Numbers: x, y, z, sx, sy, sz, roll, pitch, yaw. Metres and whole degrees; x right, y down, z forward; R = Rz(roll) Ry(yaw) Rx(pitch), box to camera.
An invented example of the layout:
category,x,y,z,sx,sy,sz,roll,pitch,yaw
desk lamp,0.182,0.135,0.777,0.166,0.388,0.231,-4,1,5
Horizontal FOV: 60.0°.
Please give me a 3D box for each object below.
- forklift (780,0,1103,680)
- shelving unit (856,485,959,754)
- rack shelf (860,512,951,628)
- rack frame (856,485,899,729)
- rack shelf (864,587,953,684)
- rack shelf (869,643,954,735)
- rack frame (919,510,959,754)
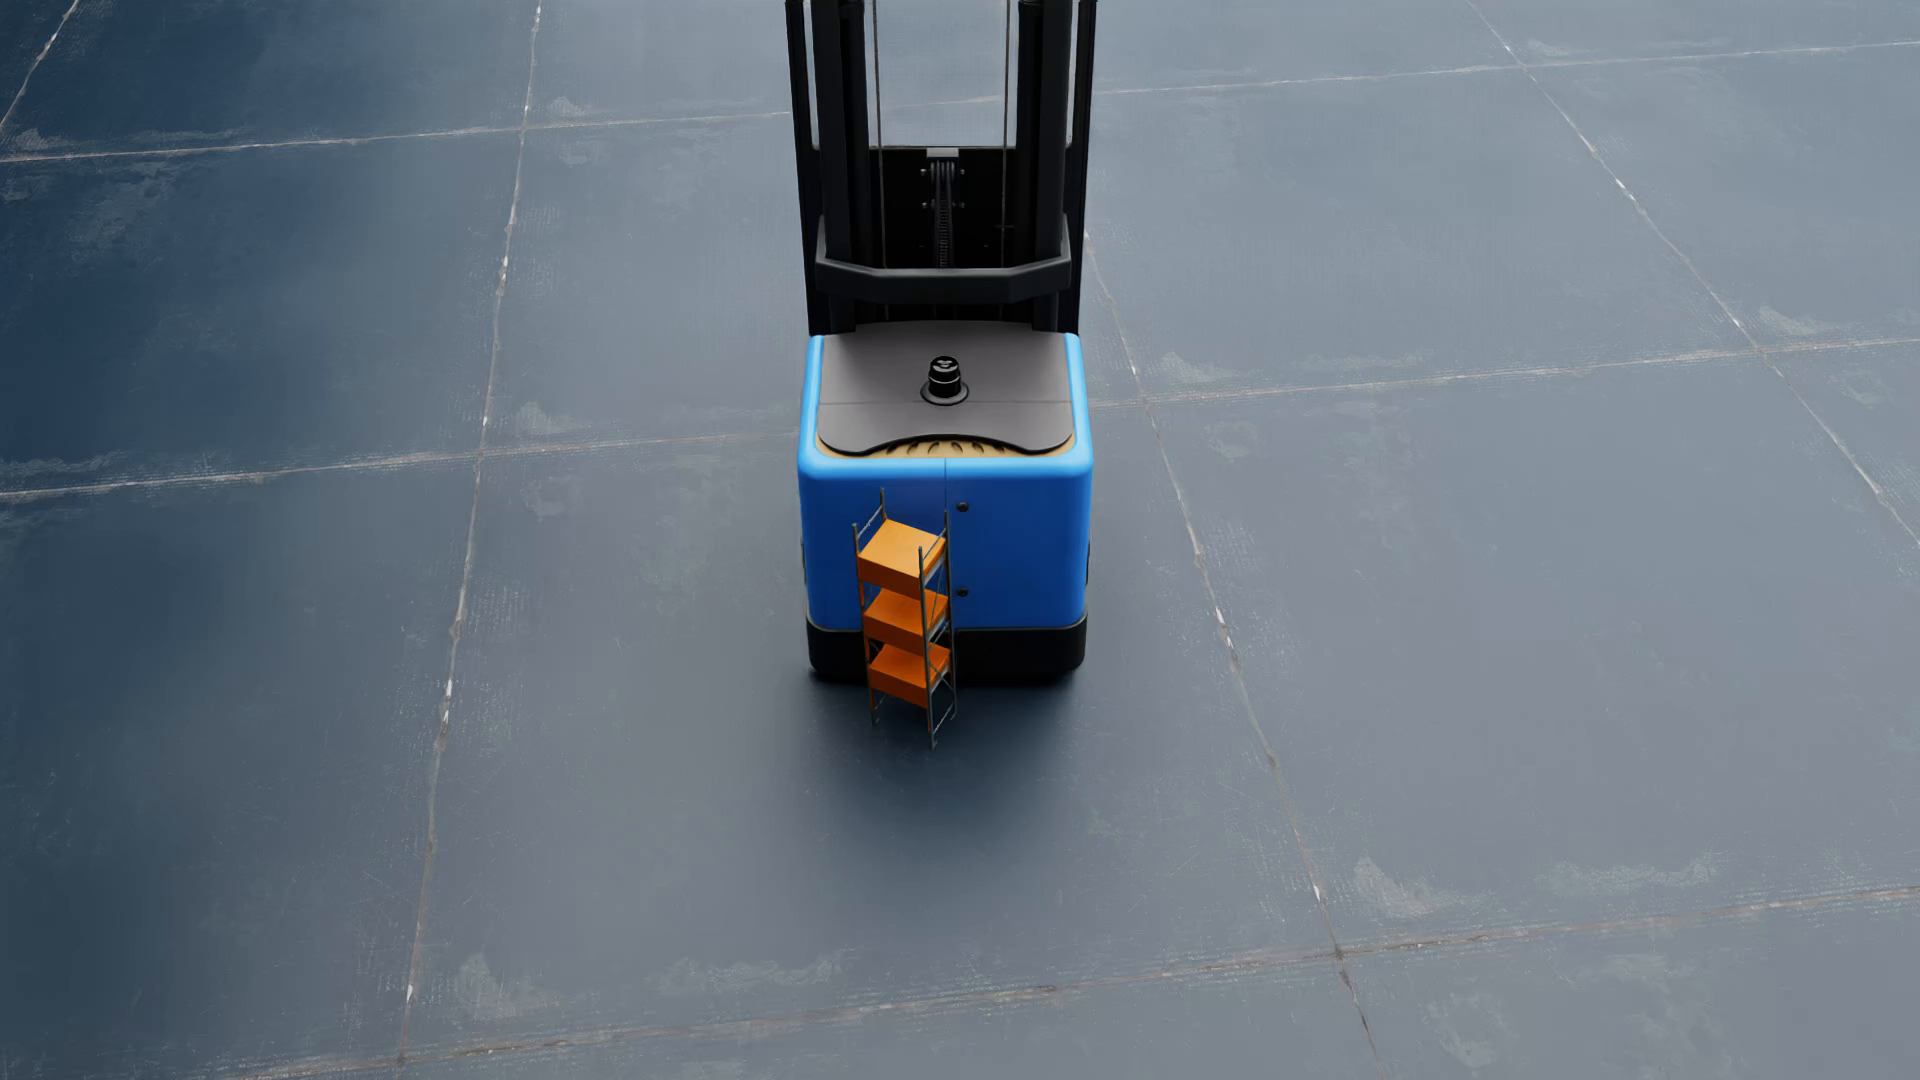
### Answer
category,x,y,z,sx,sy,sz,roll,pitch,yaw
forklift,-0.098,-1.538,6.464,1.130,2.935,3.031,-2,42,-2
shelving unit,-0.172,0.300,5.826,0.252,1.050,0.215,22,48,23
rack shelf,-0.177,0.102,5.638,0.240,0.259,0.215,22,48,23
rack frame,-0.277,0.258,5.873,0.008,1.050,0.200,22,48,23
rack shelf,-0.172,0.308,5.833,0.240,0.259,0.215,22,48,23
rack shelf,-0.168,0.510,6.024,0.240,0.259,0.215,22,48,23
rack frame,-0.068,0.342,5.779,0.008,1.050,0.200,22,48,23
